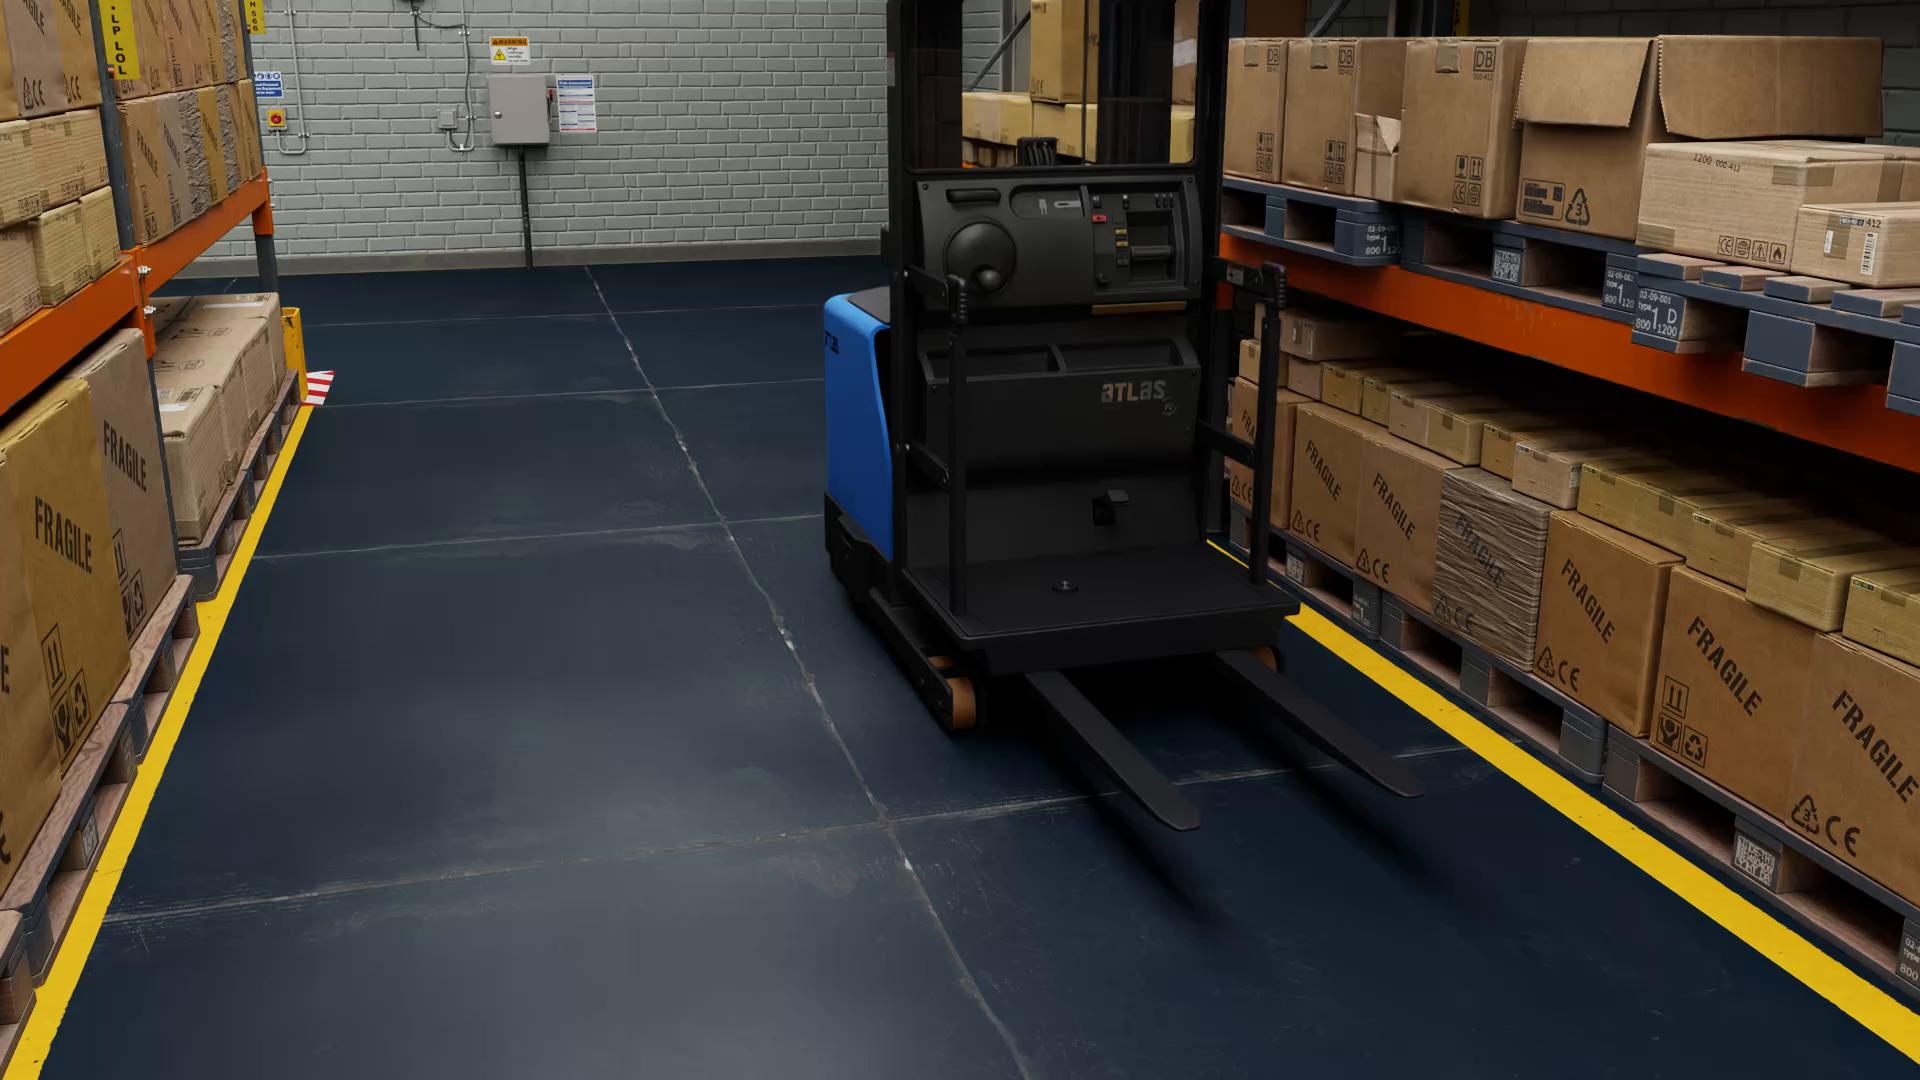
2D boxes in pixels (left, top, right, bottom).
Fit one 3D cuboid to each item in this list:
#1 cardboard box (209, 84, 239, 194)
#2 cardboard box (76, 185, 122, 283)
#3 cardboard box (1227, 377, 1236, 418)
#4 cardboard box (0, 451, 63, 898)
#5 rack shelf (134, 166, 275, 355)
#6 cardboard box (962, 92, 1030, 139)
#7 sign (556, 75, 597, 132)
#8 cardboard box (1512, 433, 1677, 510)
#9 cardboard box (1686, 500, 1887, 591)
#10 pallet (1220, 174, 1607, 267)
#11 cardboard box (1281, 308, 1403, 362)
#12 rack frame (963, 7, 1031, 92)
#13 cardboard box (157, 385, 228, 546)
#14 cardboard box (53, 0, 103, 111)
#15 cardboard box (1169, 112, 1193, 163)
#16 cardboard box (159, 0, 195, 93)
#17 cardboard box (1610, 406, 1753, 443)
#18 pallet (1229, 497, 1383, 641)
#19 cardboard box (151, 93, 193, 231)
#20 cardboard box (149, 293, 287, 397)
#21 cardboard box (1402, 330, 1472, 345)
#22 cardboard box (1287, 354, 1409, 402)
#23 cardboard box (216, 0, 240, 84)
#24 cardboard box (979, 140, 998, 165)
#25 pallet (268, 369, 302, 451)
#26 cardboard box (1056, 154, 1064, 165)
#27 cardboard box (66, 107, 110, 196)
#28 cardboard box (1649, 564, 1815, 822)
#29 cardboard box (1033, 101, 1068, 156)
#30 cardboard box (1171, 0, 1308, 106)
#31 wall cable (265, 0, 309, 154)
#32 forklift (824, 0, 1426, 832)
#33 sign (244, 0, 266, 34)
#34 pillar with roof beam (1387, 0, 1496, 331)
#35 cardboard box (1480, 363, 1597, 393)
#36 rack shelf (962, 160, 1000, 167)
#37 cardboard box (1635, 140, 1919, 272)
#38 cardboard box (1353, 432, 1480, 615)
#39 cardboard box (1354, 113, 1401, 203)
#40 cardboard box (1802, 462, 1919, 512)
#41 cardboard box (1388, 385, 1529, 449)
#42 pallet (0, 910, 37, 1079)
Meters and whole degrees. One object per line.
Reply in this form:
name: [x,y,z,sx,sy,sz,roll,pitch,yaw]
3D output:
cardboard box: [-3.723,-1.878,7.817,0.500,0.500,0.500,-4,17,-14]
cardboard box: [-2.920,-0.942,5.135,0.500,0.250,0.500,-5,17,-17]
cardboard box: [1.532,-0.626,7.767,0.500,0.311,0.500,-4,17,-13]
cardboard box: [-2.537,0.360,3.502,0.875,0.875,0.875,-4,17,-15]
rack shelf: [-3.835,-1.327,7.405,1.077,0.370,4.000,-5,17,-15]
cardboard box: [0.253,-2.542,9.943,0.500,0.250,0.500,-5,17,-15]
sign: [-3.479,-3.959,15.082,0.329,0.494,0.001,-5,17,-15]
cardboard box: [1.869,-0.205,4.909,0.380,0.149,0.250,-6,18,-18]
cardboard box: [2.071,0.014,4.177,0.380,0.149,0.250,-5,18,-17]
pallet: [1.601,-1.190,6.033,1.003,0.211,1.213,-5,17,-15]
cardboard box: [1.446,-0.780,6.306,0.380,0.149,0.250,-6,18,-18]
rack frame: [0.387,-2.618,10.453,1.000,3.000,0.127,-5,17,-15]
cardboard box: [-3.355,-0.274,6.374,0.875,0.438,0.875,-5,17,-16]
cardboard box: [-2.921,-1.541,4.956,0.500,0.500,0.500,-4,17,-13]
cardboard box: [1.112,-1.704,7.153,0.500,0.250,0.500,-4,17,-14]
cardboard box: [-3.446,-2.078,6.745,0.500,0.500,0.500,-4,17,-14]
cardboard box: [2.302,-0.320,5.291,0.380,0.149,0.250,-5,18,-17]
pallet: [1.746,0.046,6.432,1.003,0.211,1.213,-5,17,-15]
cardboard box: [-3.297,-1.456,6.411,0.500,0.500,0.500,-5,17,-15]
cardboard box: [-4.107,-1.024,8.870,0.875,0.438,0.875,-5,18,-17]
cardboard box: [1.865,-0.747,6.712,0.380,0.149,0.250,-5,18,-17]
cardboard box: [1.479,-0.635,6.340,0.380,0.149,0.250,-5,17,-17]
cardboard box: [-3.851,-2.494,8.130,0.500,0.500,0.500,-5,17,-15]
cardboard box: [0.328,-2.318,9.892,0.380,0.149,0.250,-4,17,-14]
pallet: [-4.090,-0.674,8.829,1.003,0.211,1.213,-5,17,-15]
cardboard box: [0.612,-1.953,8.678,0.380,0.149,0.250,-4,17,-14]
cardboard box: [-2.930,-1.183,5.067,0.500,0.250,0.500,-5,17,-15]
cardboard box: [2.135,0.352,4.182,0.500,0.500,0.500,-5,17,-16]
cardboard box: [0.695,-2.122,8.548,0.500,0.250,0.500,-5,17,-17]
cardboard box: [1.333,-2.374,8.082,0.500,0.500,0.500,-5,17,-17]
wall cable: [-5.957,-4.284,14.179,0.585,1.953,0.123,-5,17,-15]
forklift: [0.387,-0.953,5.030,1.130,2.935,3.031,-5,17,-16]
sign: [-3.859,-2.931,9.072,0.100,0.325,0.005,-5,17,-15]
pillar with roof beam: [-1.978,-4.308,5.652,9.100,9.000,0.400,-5,17,-15]
cardboard box: [2.113,-0.539,6.021,0.380,0.149,0.250,-6,18,-18]
rack shelf: [0.937,-1.720,8.715,1.077,0.370,4.000,-5,17,-15]
cardboard box: [1.984,-0.800,3.934,0.500,0.250,0.500,-6,18,-18]
cardboard box: [1.692,-0.079,5.616,0.500,0.500,0.500,-5,17,-17]
cardboard box: [1.499,-1.234,5.348,0.396,0.266,0.258,-4,17,-13]
cardboard box: [2.564,-0.109,4.589,0.380,0.149,0.250,-6,18,-18]
cardboard box: [1.682,-0.418,5.618,0.380,0.149,0.250,-5,17,-15]
pallet: [-2.330,1.100,2.923,1.003,0.211,1.213,-5,17,-15]
